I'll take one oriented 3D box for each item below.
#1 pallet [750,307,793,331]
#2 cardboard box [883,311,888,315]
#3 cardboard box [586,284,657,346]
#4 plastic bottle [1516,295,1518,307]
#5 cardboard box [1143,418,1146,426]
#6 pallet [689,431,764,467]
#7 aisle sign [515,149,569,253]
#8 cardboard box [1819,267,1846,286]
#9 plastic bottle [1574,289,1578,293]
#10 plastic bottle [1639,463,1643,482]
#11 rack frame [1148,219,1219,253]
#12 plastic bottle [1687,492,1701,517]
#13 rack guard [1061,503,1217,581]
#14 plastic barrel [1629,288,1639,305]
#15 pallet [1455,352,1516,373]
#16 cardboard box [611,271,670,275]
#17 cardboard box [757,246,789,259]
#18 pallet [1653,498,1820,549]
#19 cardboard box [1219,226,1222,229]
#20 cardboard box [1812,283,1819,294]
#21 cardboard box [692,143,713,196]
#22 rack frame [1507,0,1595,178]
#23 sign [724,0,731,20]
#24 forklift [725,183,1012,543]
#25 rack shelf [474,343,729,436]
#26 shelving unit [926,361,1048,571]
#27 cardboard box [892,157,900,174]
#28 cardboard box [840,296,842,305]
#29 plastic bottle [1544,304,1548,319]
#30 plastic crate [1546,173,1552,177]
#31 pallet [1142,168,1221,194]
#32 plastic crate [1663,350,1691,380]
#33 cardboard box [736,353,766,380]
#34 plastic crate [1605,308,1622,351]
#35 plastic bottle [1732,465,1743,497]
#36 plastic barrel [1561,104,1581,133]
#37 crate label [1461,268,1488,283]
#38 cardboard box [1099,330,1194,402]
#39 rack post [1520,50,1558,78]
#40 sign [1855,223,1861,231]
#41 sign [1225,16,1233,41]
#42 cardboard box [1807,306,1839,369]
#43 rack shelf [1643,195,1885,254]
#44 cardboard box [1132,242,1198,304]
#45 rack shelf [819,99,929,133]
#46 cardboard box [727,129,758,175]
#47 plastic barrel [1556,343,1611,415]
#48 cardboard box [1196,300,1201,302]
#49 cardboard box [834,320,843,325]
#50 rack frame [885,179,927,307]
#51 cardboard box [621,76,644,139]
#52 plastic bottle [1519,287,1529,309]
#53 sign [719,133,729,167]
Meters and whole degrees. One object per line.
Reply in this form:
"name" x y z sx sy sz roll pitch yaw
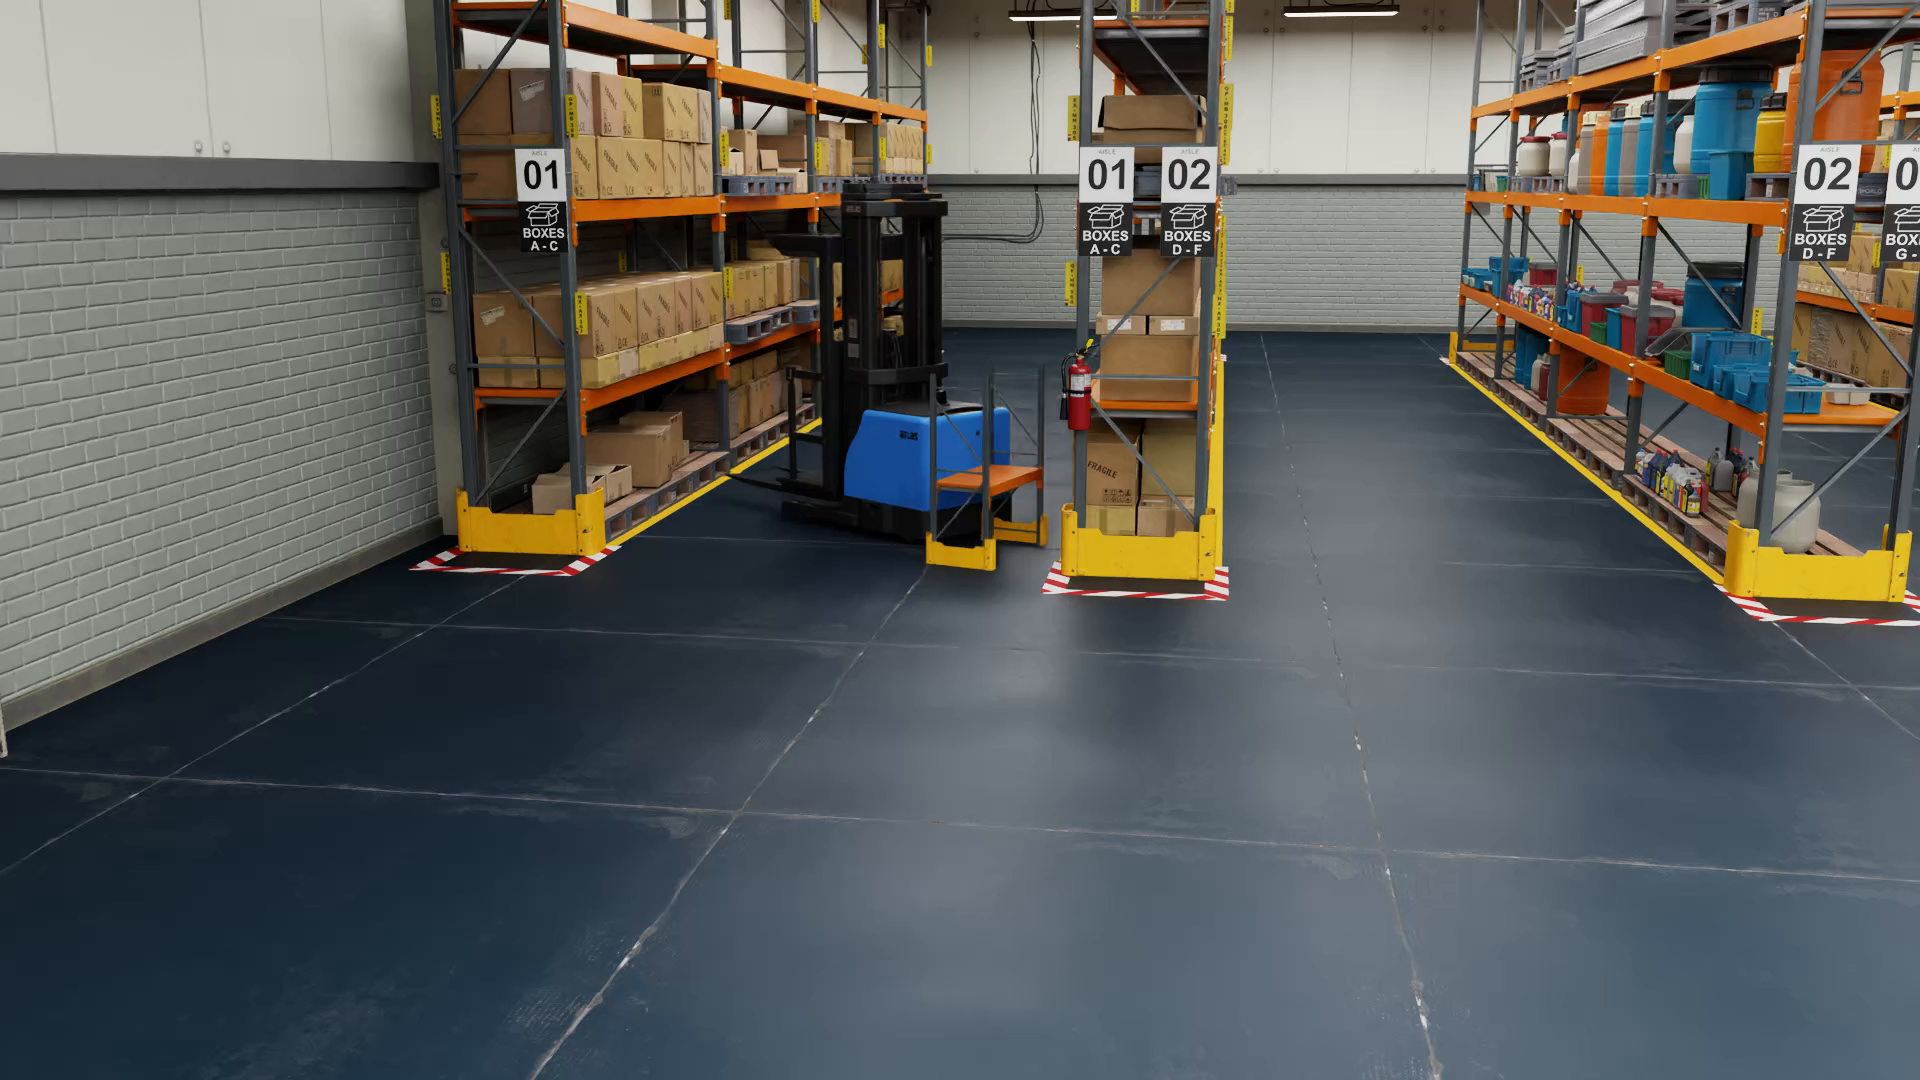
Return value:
"pallet" -2.554 -2.535 19.091 1.003 0.211 1.213 2 12 9
"cardboard box" -1.401 -3.681 27.350 0.380 0.149 0.250 2 12 9
"cardboard box" -2.979 -1.979 14.586 0.500 0.500 0.500 1 12 7
"plastic bottle" 7.535 -3.233 22.345 0.097 0.201 0.097 0 12 0
"cardboard box" 1.381 -0.879 14.701 0.500 0.500 0.500 2 12 9
"pallet" -2.787 -1.008 18.171 1.003 0.211 1.213 2 12 9
"aisle sign" -3.235 -2.623 12.873 0.394 0.787 0.004 2 12 9
"cardboard box" 13.054 -3.885 24.551 0.500 0.250 0.500 2 12 8
"plastic bottle" 8.057 -3.141 21.754 0.097 0.271 0.097 0 12 0
"plastic bottle" 6.370 -0.641 15.446 0.097 0.201 0.097 0 12 0
"rack frame" 3.220 -3.715 24.112 1.000 3.000 0.127 2 12 9
"plastic bottle" 6.118 -0.299 13.861 0.097 0.201 0.097 0 12 0
"rack guard" 1.371 0.010 12.761 1.175 0.500 0.348 2 12 9
"plastic barrel" 7.487 -2.467 18.055 0.421 0.512 0.421 0 12 0
"pallet" 8.564 -2.853 26.730 1.003 0.211 1.213 2 12 9
"cardboard box" -3.184 -2.421 16.638 0.500 0.500 0.500 2 12 7
"cardboard box" -2.314 -3.550 20.526 0.380 0.149 0.250 0 12 1
"pallet" 6.554 -0.132 14.105 1.003 0.211 1.213 2 12 9
"cardboard box" 3.650 -4.449 24.907 0.500 0.500 0.500 1 12 7
"cardboard box" 13.047 -3.772 24.973 0.380 0.149 0.250 2 12 8
"cardboard box" -2.739 -3.621 16.269 0.500 0.500 0.500 2 12 10
"rack frame" 8.114 -6.486 22.731 1.000 3.000 0.127 2 12 9
"sign" -2.839 -6.526 20.322 0.100 0.325 0.005 2 12 9
"forklift" -0.944 -1.657 14.727 1.130 2.935 3.031 -12 17 -43
"rack shelf" -3.213 -1.441 15.269 1.077 0.370 4.000 2 12 9
"shelving unit" 0.231 -0.621 13.315 0.587 1.500 1.083 6 14 26
"cardboard box" -1.216 -5.763 25.616 0.500 0.250 0.500 2 12 7
"cardboard box" -1.785 -3.310 22.780 0.380 0.149 0.250 2 12 9
"plastic bottle" 7.226 -2.814 20.401 0.097 0.201 0.097 0 12 0
"plastic crate" 8.576 -5.206 24.220 0.497 0.269 0.590 2 12 9
"pallet" 1.694 -3.041 14.075 1.003 0.211 1.213 2 12 9
"plastic crate" 6.396 -1.511 14.389 0.450 0.188 0.662 2 12 9
"cardboard box" -2.573 -2.026 19.385 0.500 0.250 0.500 2 12 8
"plastic crate" 6.746 -2.120 16.750 0.392 0.384 0.575 2 12 9
"plastic bottle" 6.885 -0.523 14.704 0.061 0.283 0.133 2 12 9
"plastic barrel" 8.003 -5.110 21.279 0.600 0.901 0.708 2 12 9
"crate label" 8.366 -4.293 27.049 0.416 0.233 0.303 2 12 9
"cardboard box" 1.459 -1.363 12.959 0.700 0.500 0.500 2 12 9
"rack post" 7.954 -6.275 21.930 0.937 0.300 0.954 2 12 8
"sign" 14.157 -4.887 26.240 0.100 0.325 0.005 2 12 9
"sign" 3.770 -7.165 23.287 0.100 0.325 0.005 2 12 9
"cardboard box" 13.464 -3.067 25.153 0.875 0.875 0.875 2 12 9
"rack shelf" 6.576 -2.587 13.464 1.077 0.370 4.000 2 12 9
"cardboard box" 1.620 -2.222 13.869 0.700 0.500 0.500 2 12 9
"rack shelf" -1.367 -6.677 26.271 1.077 0.370 4.000 2 12 9
"cardboard box" -2.553 -4.298 18.462 0.500 0.500 0.500 1 12 7
"plastic barrel" 7.557 -1.968 20.159 0.600 0.830 0.708 2 12 9
"cardboard box" 1.885 -1.978 14.273 0.380 0.149 0.250 2 12 9
"cardboard box" -1.780 -2.705 23.529 0.750 0.750 0.750 2 12 10
"rack frame" -1.060 -4.707 28.717 1.000 3.000 0.127 2 12 9
"cardboard box" -3.026 -3.673 14.137 0.500 0.500 0.500 2 12 10
"plastic bottle" 7.524 -3.216 22.092 0.152 0.276 0.135 2 12 9
"sign" -2.368 -3.912 16.681 0.100 0.325 0.005 2 12 9
